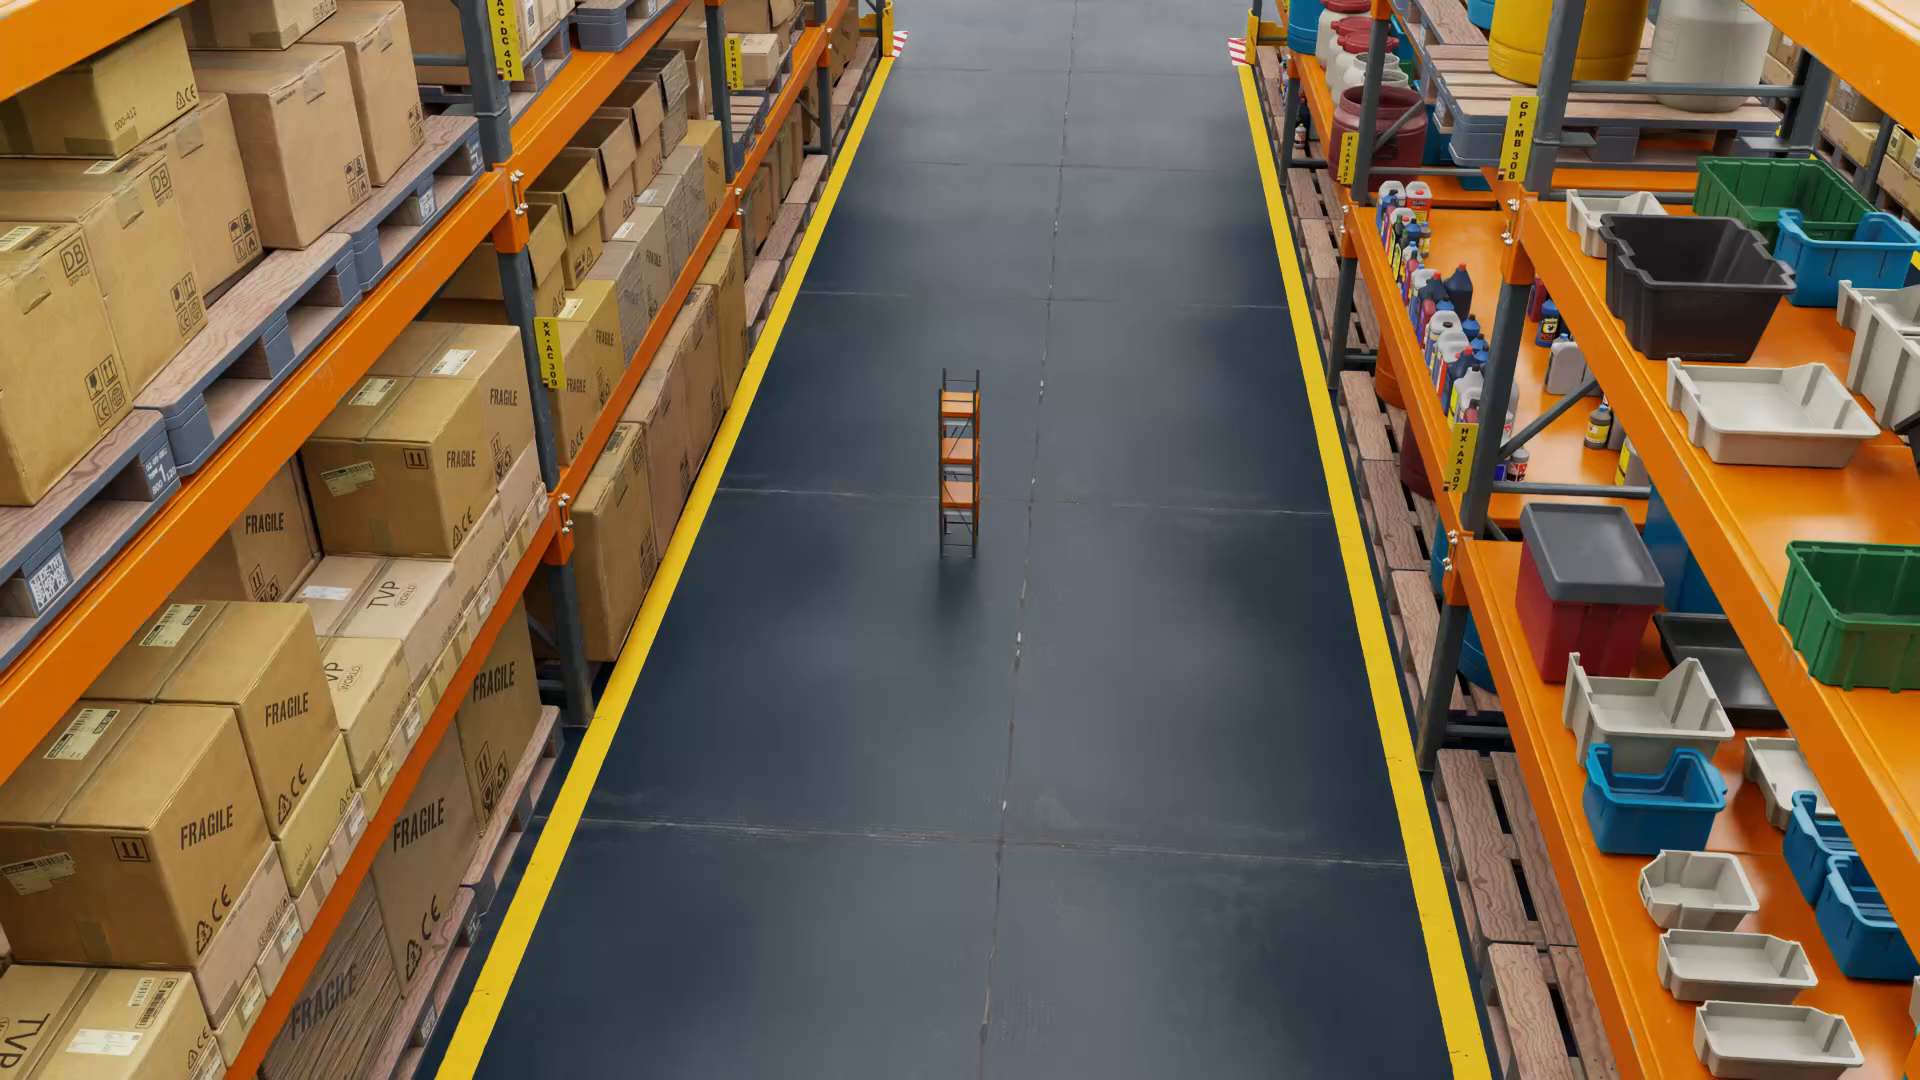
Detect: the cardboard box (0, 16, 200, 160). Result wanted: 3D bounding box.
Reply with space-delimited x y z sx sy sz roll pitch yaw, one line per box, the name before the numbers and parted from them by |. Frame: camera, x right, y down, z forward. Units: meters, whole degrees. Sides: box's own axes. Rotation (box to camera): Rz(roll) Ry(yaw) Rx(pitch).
cardboard box | -2.443 -1.237 4.514 0.500 0.250 0.500 1 32 2

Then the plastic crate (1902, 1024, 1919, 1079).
plastic crate | 2.721 1.477 4.377 0.416 0.233 0.300 2 32 4

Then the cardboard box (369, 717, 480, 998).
cardboard box | -2.499 1.125 6.470 0.875 0.875 0.875 2 32 4

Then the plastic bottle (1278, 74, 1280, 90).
plastic bottle | 3.155 -4.483 16.193 0.097 0.201 0.097 0 32 0

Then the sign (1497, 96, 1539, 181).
sign | 2.096 -1.506 6.248 0.100 0.325 0.005 2 32 4

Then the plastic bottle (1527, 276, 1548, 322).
plastic bottle | 3.111 -1.325 8.933 0.061 0.283 0.133 2 32 4

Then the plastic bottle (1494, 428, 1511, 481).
plastic bottle | 2.354 -0.368 7.387 0.152 0.276 0.135 2 32 4

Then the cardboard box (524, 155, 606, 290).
cardboard box | -2.181 -1.575 8.175 0.797 0.503 0.637 3 32 5

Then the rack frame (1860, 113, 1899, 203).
rack frame | 8.232 -4.171 13.439 1.000 3.000 0.127 2 32 4

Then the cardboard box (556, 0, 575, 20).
cardboard box | -2.021 -2.534 7.762 0.380 0.149 0.250 1 32 2

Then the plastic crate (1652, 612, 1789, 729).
plastic crate | 2.821 0.487 6.086 0.437 0.125 0.590 2 32 4

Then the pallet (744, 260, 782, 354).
pallet | -1.901 -1.726 12.129 1.003 0.211 1.213 2 32 4

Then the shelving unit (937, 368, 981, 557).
shelving unit | -0.004 -0.419 9.209 0.215 1.050 0.252 2 32 4

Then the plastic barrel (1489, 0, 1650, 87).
plastic barrel | 2.517 -2.223 6.839 0.600 0.588 0.600 0 32 0

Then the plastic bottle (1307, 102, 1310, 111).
plastic bottle | 3.226 -3.868 15.125 0.152 0.276 0.135 2 32 4

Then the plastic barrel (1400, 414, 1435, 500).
plastic barrel | 2.855 -0.598 9.539 0.600 0.588 0.708 2 32 4

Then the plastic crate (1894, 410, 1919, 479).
plastic crate | 2.717 -0.147 4.110 0.504 0.338 0.767 2 32 4

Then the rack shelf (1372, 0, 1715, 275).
rack shelf | 2.807 -2.218 8.096 1.077 0.370 4.000 2 32 4

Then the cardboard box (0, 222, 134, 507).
cardboard box | -2.463 -0.425 3.911 0.700 0.500 0.500 1 32 2

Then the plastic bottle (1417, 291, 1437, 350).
plastic bottle | 2.428 -1.141 8.633 0.061 0.283 0.133 2 32 4

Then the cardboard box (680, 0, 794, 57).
cardboard box | -1.690 -3.908 12.514 0.797 0.503 0.637 6 32 9

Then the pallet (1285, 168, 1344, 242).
pallet | 3.271 -2.785 13.848 1.003 0.211 1.213 2 32 4

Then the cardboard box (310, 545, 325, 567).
cardboard box | -2.637 0.019 6.500 0.500 0.250 0.500 2 32 4

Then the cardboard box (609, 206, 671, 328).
cardboard box | -1.887 -1.480 8.977 0.500 0.500 0.500 3 32 5

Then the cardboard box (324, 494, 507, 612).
cardboard box | -2.106 0.037 6.470 0.500 0.250 0.500 3 32 5

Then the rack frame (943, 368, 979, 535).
rack frame | 0.006 -0.483 9.313 0.200 1.050 0.008 2 32 4

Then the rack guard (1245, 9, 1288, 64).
rack guard | 3.662 -5.370 17.767 1.175 0.500 0.348 2 32 4

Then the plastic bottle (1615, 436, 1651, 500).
plastic bottle | 2.999 -0.371 7.321 0.144 0.351 0.185 2 32 4

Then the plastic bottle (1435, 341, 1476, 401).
plastic bottle | 2.425 -0.823 8.125 0.152 0.276 0.135 2 32 4

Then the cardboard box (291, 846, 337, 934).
cardboard box | -2.178 1.077 5.163 0.380 0.149 0.250 2 32 3

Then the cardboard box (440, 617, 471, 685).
cardboard box | -2.074 0.406 6.252 0.380 0.149 0.250 3 32 5

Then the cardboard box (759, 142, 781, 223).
cardboard box | -1.815 -2.858 13.271 0.700 0.500 0.500 0 32 0

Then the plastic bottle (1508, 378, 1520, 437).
plastic bottle | 2.537 -0.668 7.803 0.144 0.351 0.185 2 32 4

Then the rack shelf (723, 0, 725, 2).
rack shelf | -1.804 -4.521 11.833 1.077 0.370 4.000 2 32 4

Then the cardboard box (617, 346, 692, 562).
cardboard box | -2.188 -0.490 9.091 1.225 0.875 0.875 1 32 2

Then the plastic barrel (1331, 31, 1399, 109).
plastic barrel | 2.904 -3.341 11.964 0.433 0.535 0.433 0 32 0

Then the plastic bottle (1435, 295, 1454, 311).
plastic bottle | 2.509 -1.141 8.646 0.097 0.271 0.097 0 32 0

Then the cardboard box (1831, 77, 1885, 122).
cardboard box | 8.105 -4.011 14.685 0.500 0.500 0.500 2 32 4

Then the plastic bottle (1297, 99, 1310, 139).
plastic bottle | 3.061 -3.793 14.931 0.144 0.351 0.185 2 32 3

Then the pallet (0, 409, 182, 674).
pallet | -2.568 0.051 3.813 1.003 0.211 1.213 2 32 4

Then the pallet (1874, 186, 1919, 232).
pallet | 8.211 -2.597 13.543 1.003 0.211 1.213 2 32 4

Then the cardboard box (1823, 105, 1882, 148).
cardboard box | 8.103 -3.692 14.882 0.500 0.250 0.500 2 32 4

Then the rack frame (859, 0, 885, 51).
rack frame | -1.315 -6.687 17.523 1.000 3.000 0.127 2 32 4

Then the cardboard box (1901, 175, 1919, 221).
cardboard box | 7.910 -2.711 13.291 0.500 0.250 0.500 3 32 5

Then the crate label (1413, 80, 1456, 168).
crate label | 3.321 -2.816 11.206 0.502 0.435 0.616 2 32 4

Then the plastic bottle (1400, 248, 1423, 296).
plastic bottle | 2.501 -1.483 9.200 0.097 0.271 0.097 0 32 0

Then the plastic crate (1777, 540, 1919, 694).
plastic crate | 2.115 0.176 3.729 0.450 0.188 0.336 2 32 4

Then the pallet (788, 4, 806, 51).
pallet | -1.848 -4.121 13.541 1.003 0.211 1.213 2 32 4

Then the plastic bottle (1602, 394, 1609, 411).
plastic bottle | 3.144 -0.695 7.988 0.097 0.201 0.097 0 32 0

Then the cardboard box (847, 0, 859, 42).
cardboard box | -1.383 -5.476 17.540 0.500 0.500 0.500 8 33 13

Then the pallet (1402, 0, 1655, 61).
pallet | 2.700 -2.405 7.894 1.003 0.211 1.213 2 32 4

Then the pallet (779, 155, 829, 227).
pallet | -1.703 -3.002 14.200 1.003 0.211 1.213 2 32 4

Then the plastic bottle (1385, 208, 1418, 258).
plastic bottle | 2.575 -1.785 9.687 0.152 0.276 0.135 2 32 4

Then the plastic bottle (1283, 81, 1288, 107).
plastic bottle | 3.111 -4.229 15.715 0.097 0.271 0.097 0 32 0

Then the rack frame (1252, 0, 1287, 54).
rack frame | 3.621 -6.476 17.179 1.000 3.000 0.127 2 32 4

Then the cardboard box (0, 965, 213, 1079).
cardboard box | -2.310 1.377 4.297 0.500 0.250 0.500 2 32 3
